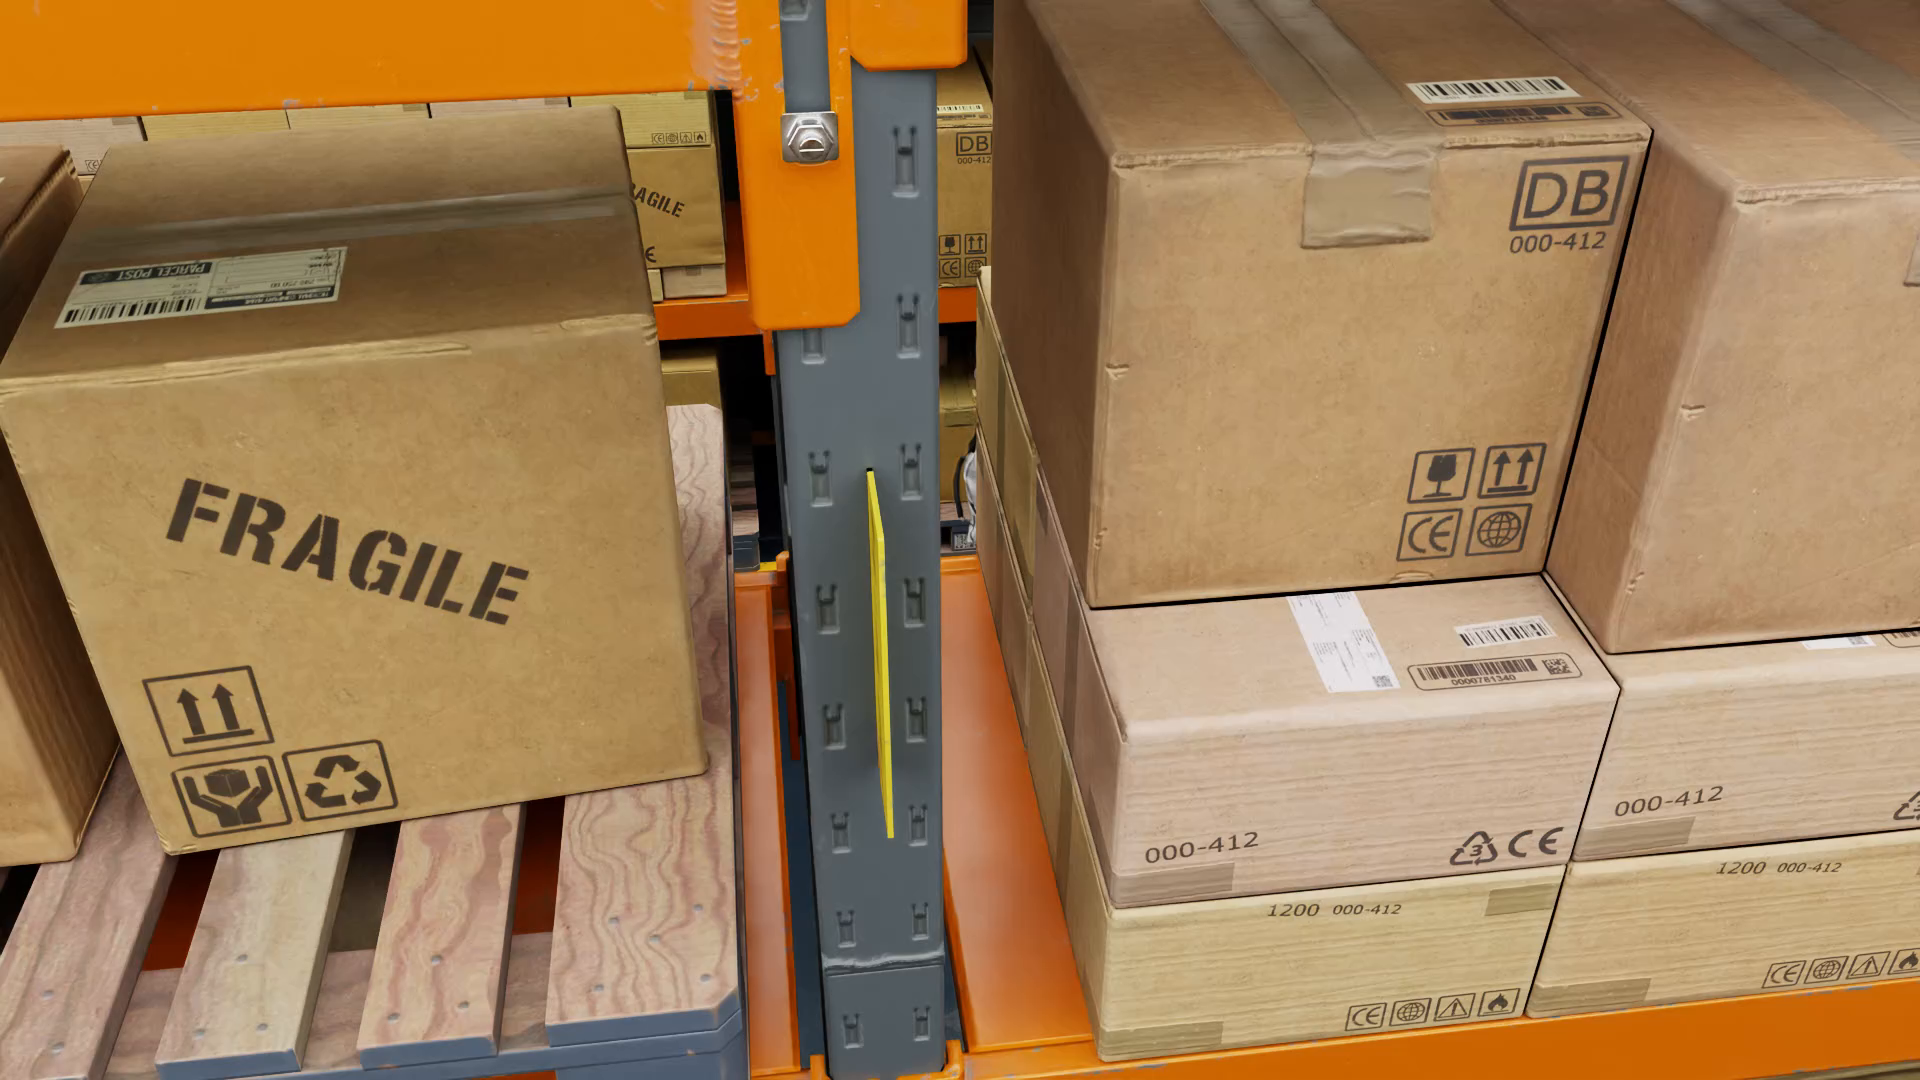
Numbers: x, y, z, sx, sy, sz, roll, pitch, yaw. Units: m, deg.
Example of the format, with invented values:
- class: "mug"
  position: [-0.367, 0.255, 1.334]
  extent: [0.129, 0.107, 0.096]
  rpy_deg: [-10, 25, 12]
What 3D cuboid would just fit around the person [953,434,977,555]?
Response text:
- class: "person"
  position: [0.177, 0.017, 6.122]
  extent: [0.341, 1.666, 0.437]
  rpy_deg: [11, 37, 15]
